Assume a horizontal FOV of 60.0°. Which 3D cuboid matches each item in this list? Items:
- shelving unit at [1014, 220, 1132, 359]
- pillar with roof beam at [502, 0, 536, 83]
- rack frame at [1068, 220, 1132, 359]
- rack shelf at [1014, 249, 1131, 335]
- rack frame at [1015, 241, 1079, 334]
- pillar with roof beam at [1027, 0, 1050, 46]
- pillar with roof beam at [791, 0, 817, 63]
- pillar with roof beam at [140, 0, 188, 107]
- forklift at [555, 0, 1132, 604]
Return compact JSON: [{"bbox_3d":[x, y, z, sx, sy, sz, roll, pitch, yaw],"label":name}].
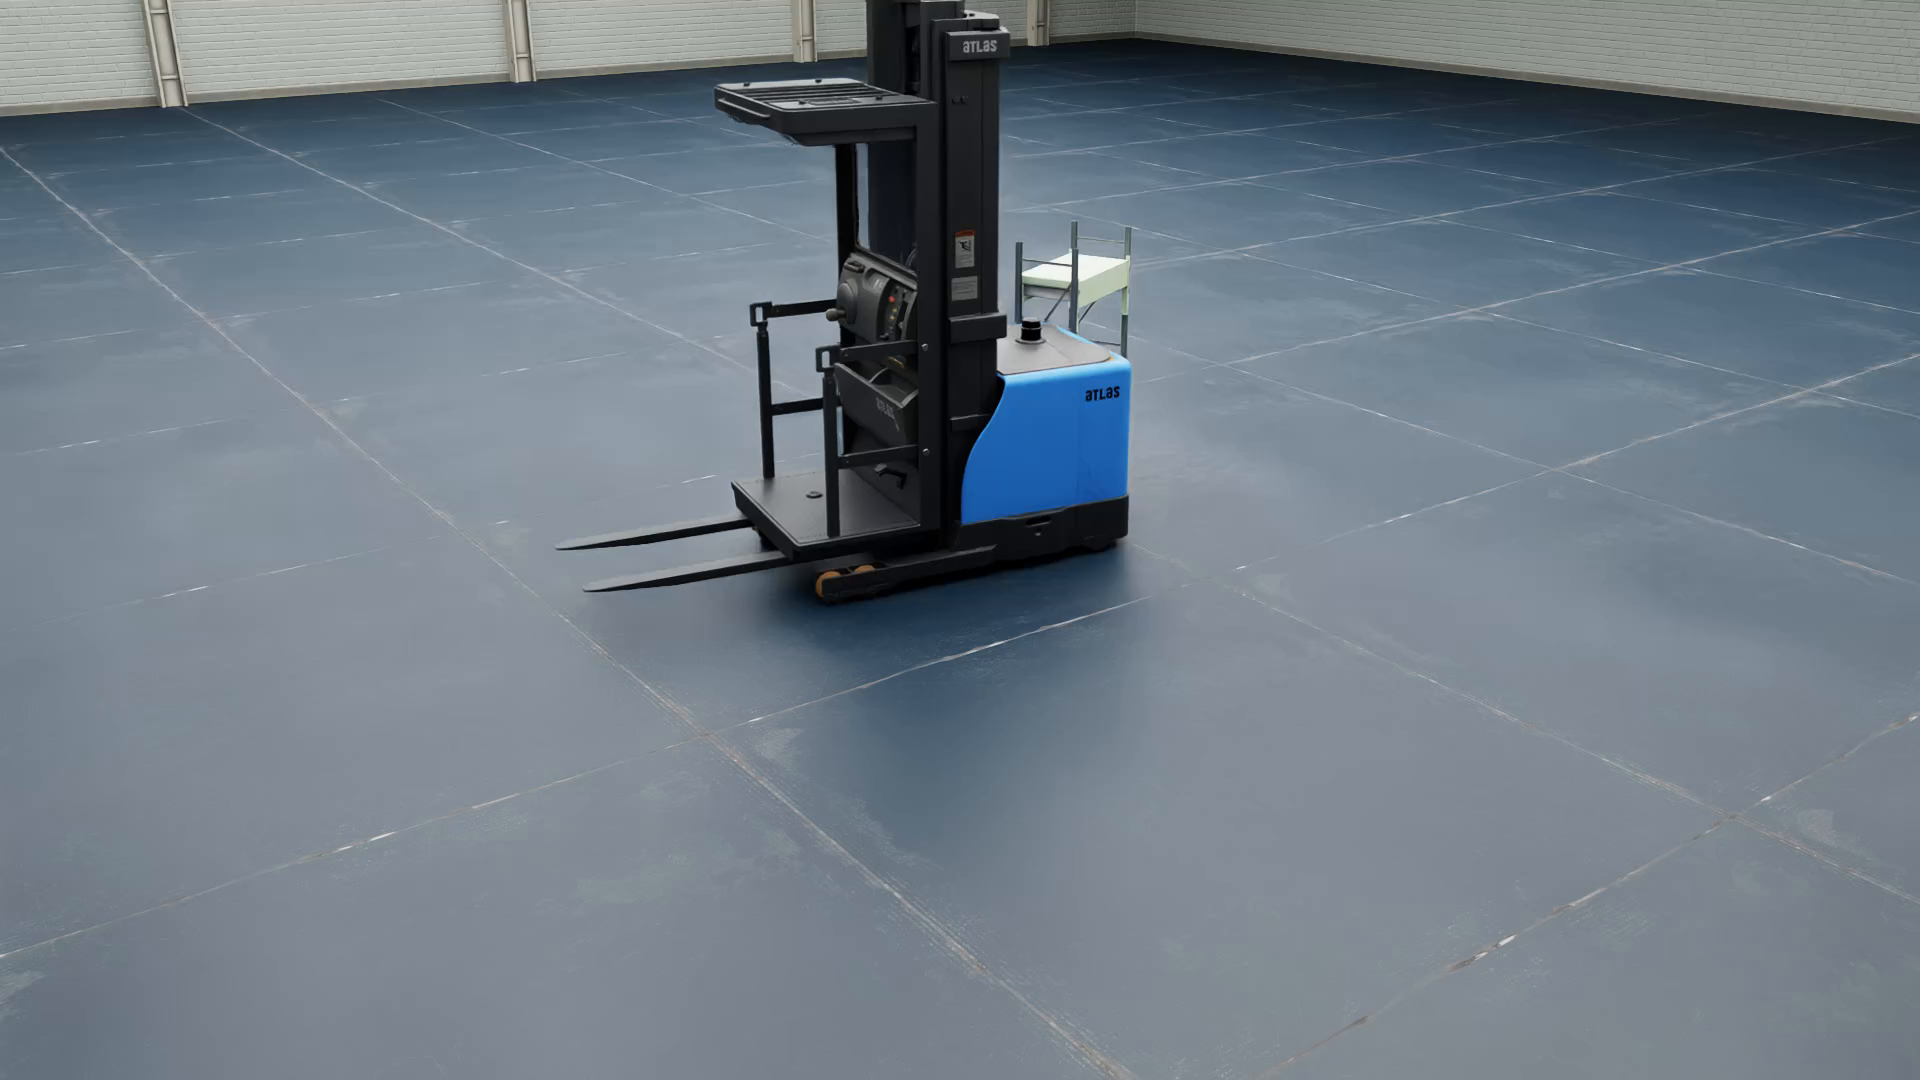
[{"bbox_3d":[0.686,-1.129,10.202,0.431,1.500,0.755,12,25,27],"label":"shelving unit"},{"bbox_3d":[-5.493,-11.294,25.559,0.400,9.000,9.100,-15,26,-33],"label":"pillar with roof beam"},{"bbox_3d":[0.868,-1.247,10.497,0.400,1.500,0.023,12,25,27],"label":"rack frame"},{"bbox_3d":[0.686,-1.492,10.058,0.431,0.370,0.720,12,25,27],"label":"rack shelf"},{"bbox_3d":[0.504,-1.011,9.907,0.400,1.500,0.023,12,25,27],"label":"rack frame"},{"bbox_3d":[4.248,-13.892,32.068,0.400,9.000,9.100,-15,26,-33],"label":"pillar with roof beam"},{"bbox_3d":[-0.623,-12.593,28.813,0.400,9.000,9.100,-15,26,-33],"label":"pillar with roof beam"},{"bbox_3d":[-10.364,-9.996,22.304,0.400,9.000,9.100,-15,26,-33],"label":"pillar with roof beam"},{"bbox_3d":[-0.617,-1.254,8.584,3.031,2.935,1.130,-10,24,-23],"label":"forklift"}]
